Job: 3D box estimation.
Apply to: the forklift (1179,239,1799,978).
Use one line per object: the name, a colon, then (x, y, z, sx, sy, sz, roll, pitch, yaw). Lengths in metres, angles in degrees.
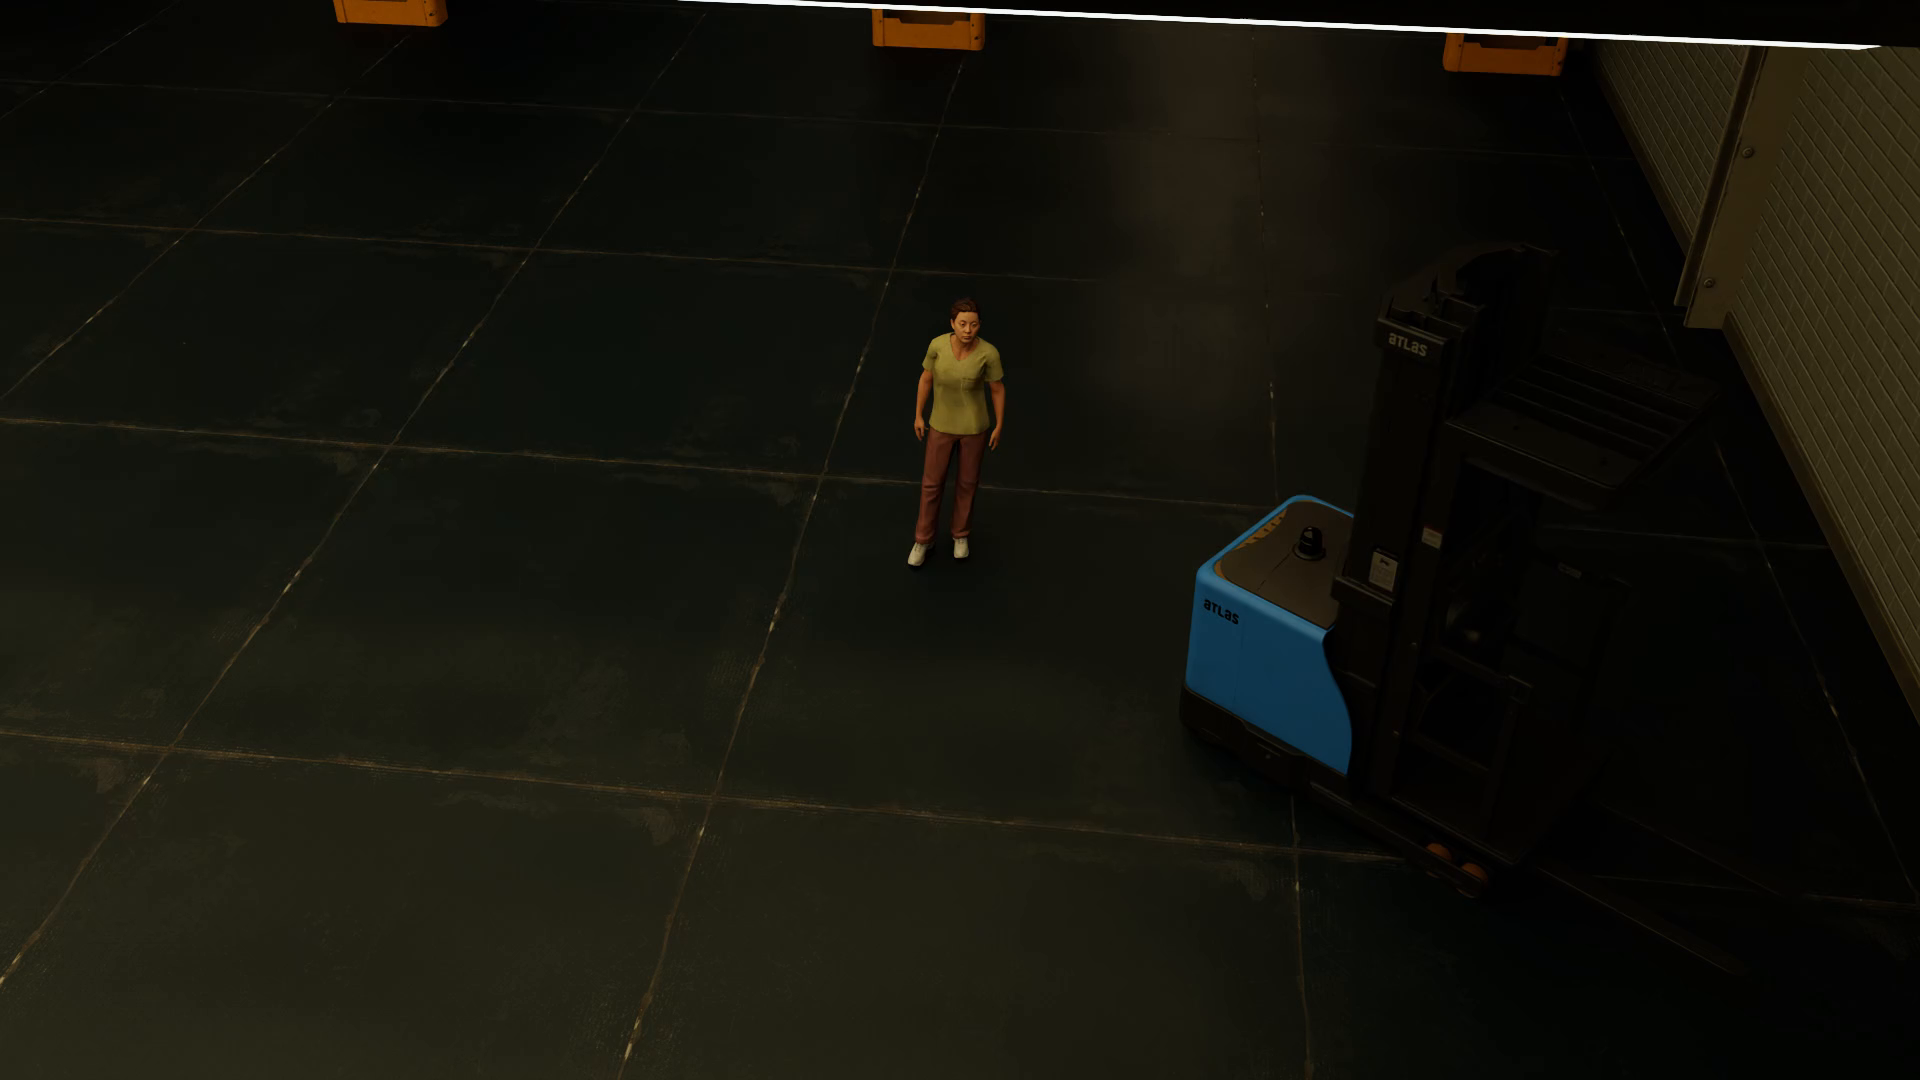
forklift: (2.624, 0.213, 7.741, 3.031, 2.935, 1.130, 28, 45, 33)

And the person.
person: (-0.020, -0.637, 9.940, 0.554, 1.673, 0.548, 4, 37, 6)
